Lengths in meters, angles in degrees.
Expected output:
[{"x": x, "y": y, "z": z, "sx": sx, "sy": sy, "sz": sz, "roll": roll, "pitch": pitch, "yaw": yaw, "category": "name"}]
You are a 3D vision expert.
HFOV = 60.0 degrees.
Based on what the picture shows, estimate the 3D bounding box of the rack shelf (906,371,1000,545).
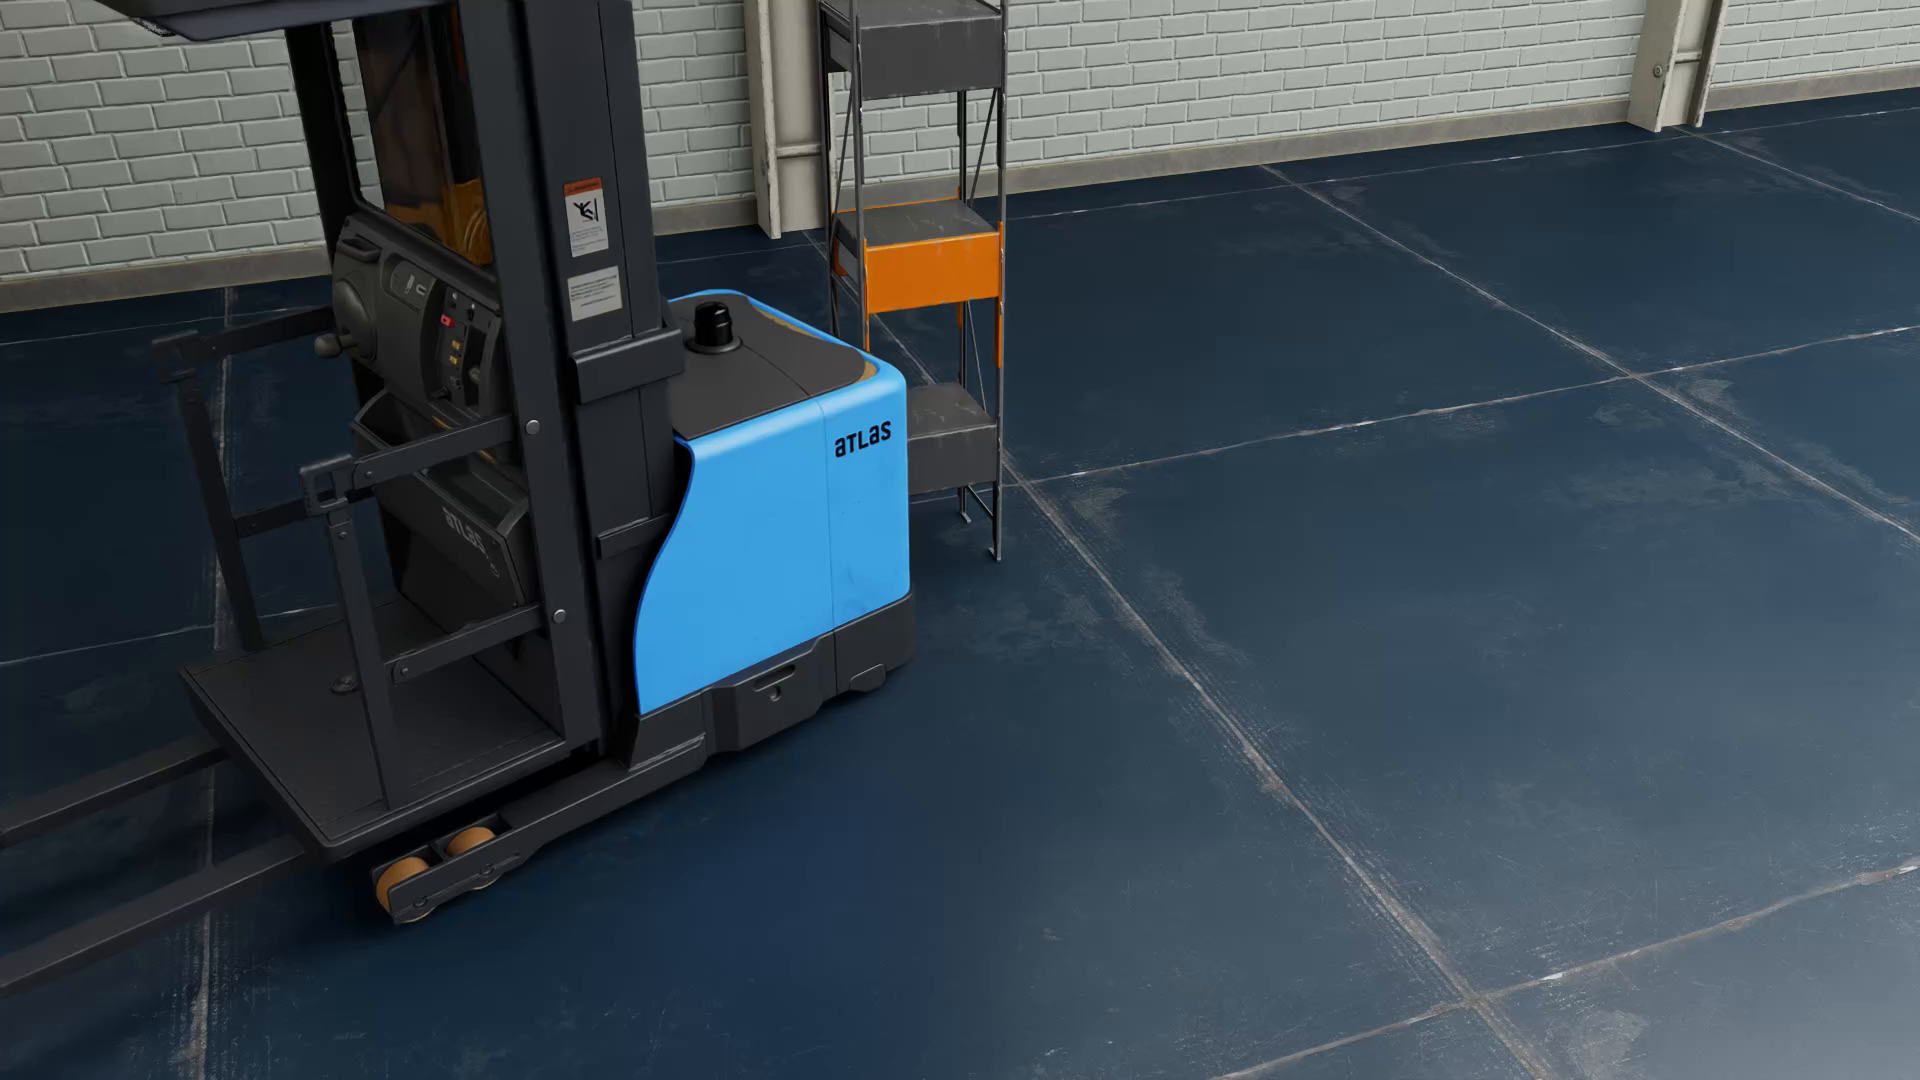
[{"x": -0.155, "y": -0.264, "z": 6.033, "sx": 0.480, "sy": 0.518, "sz": 0.431, "roll": -10, "pitch": 31, "yaw": -18, "category": "rack shelf"}]

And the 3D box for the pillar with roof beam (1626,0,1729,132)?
[{"x": 6.215, "y": -4.711, "z": 5.428, "sx": 0.400, "sy": 9.000, "sz": 9.100, "roll": -10, "pitch": 31, "yaw": -18, "category": "pillar with roof beam"}]

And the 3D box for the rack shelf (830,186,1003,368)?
[{"x": -0.155, "y": -0.872, "z": 5.687, "sx": 0.480, "sy": 0.518, "sz": 0.431, "roll": -10, "pitch": 31, "yaw": -18, "category": "rack shelf"}]

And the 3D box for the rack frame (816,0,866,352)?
[{"x": -0.384, "y": -0.842, "z": 5.606, "sx": 0.015, "sy": 2.100, "sz": 0.400, "roll": -10, "pitch": 31, "yaw": -18, "category": "rack frame"}]

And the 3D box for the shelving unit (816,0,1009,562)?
[{"x": -0.155, "y": -0.884, "z": 5.680, "sx": 0.503, "sy": 2.100, "sz": 0.431, "roll": -10, "pitch": 31, "yaw": -18, "category": "shelving unit"}]

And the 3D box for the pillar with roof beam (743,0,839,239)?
[{"x": 0.592, "y": -3.675, "z": 3.611, "sx": 0.400, "sy": 9.000, "sz": 9.100, "roll": -10, "pitch": 31, "yaw": -18, "category": "pillar with roof beam"}]

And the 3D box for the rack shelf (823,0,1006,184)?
[{"x": -0.155, "y": -1.480, "z": 5.340, "sx": 0.480, "sy": 0.518, "sz": 0.431, "roll": -10, "pitch": 31, "yaw": -18, "category": "rack shelf"}]

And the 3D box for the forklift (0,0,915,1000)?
[{"x": -1.588, "y": -0.546, "z": 4.247, "sx": 3.031, "sy": 2.935, "sz": 1.130, "roll": -23, "pitch": 37, "yaw": -35, "category": "forklift"}]

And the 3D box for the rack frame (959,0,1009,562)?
[{"x": 0.074, "y": -0.926, "z": 5.754, "sx": 0.015, "sy": 2.100, "sz": 0.400, "roll": -10, "pitch": 31, "yaw": -18, "category": "rack frame"}]
